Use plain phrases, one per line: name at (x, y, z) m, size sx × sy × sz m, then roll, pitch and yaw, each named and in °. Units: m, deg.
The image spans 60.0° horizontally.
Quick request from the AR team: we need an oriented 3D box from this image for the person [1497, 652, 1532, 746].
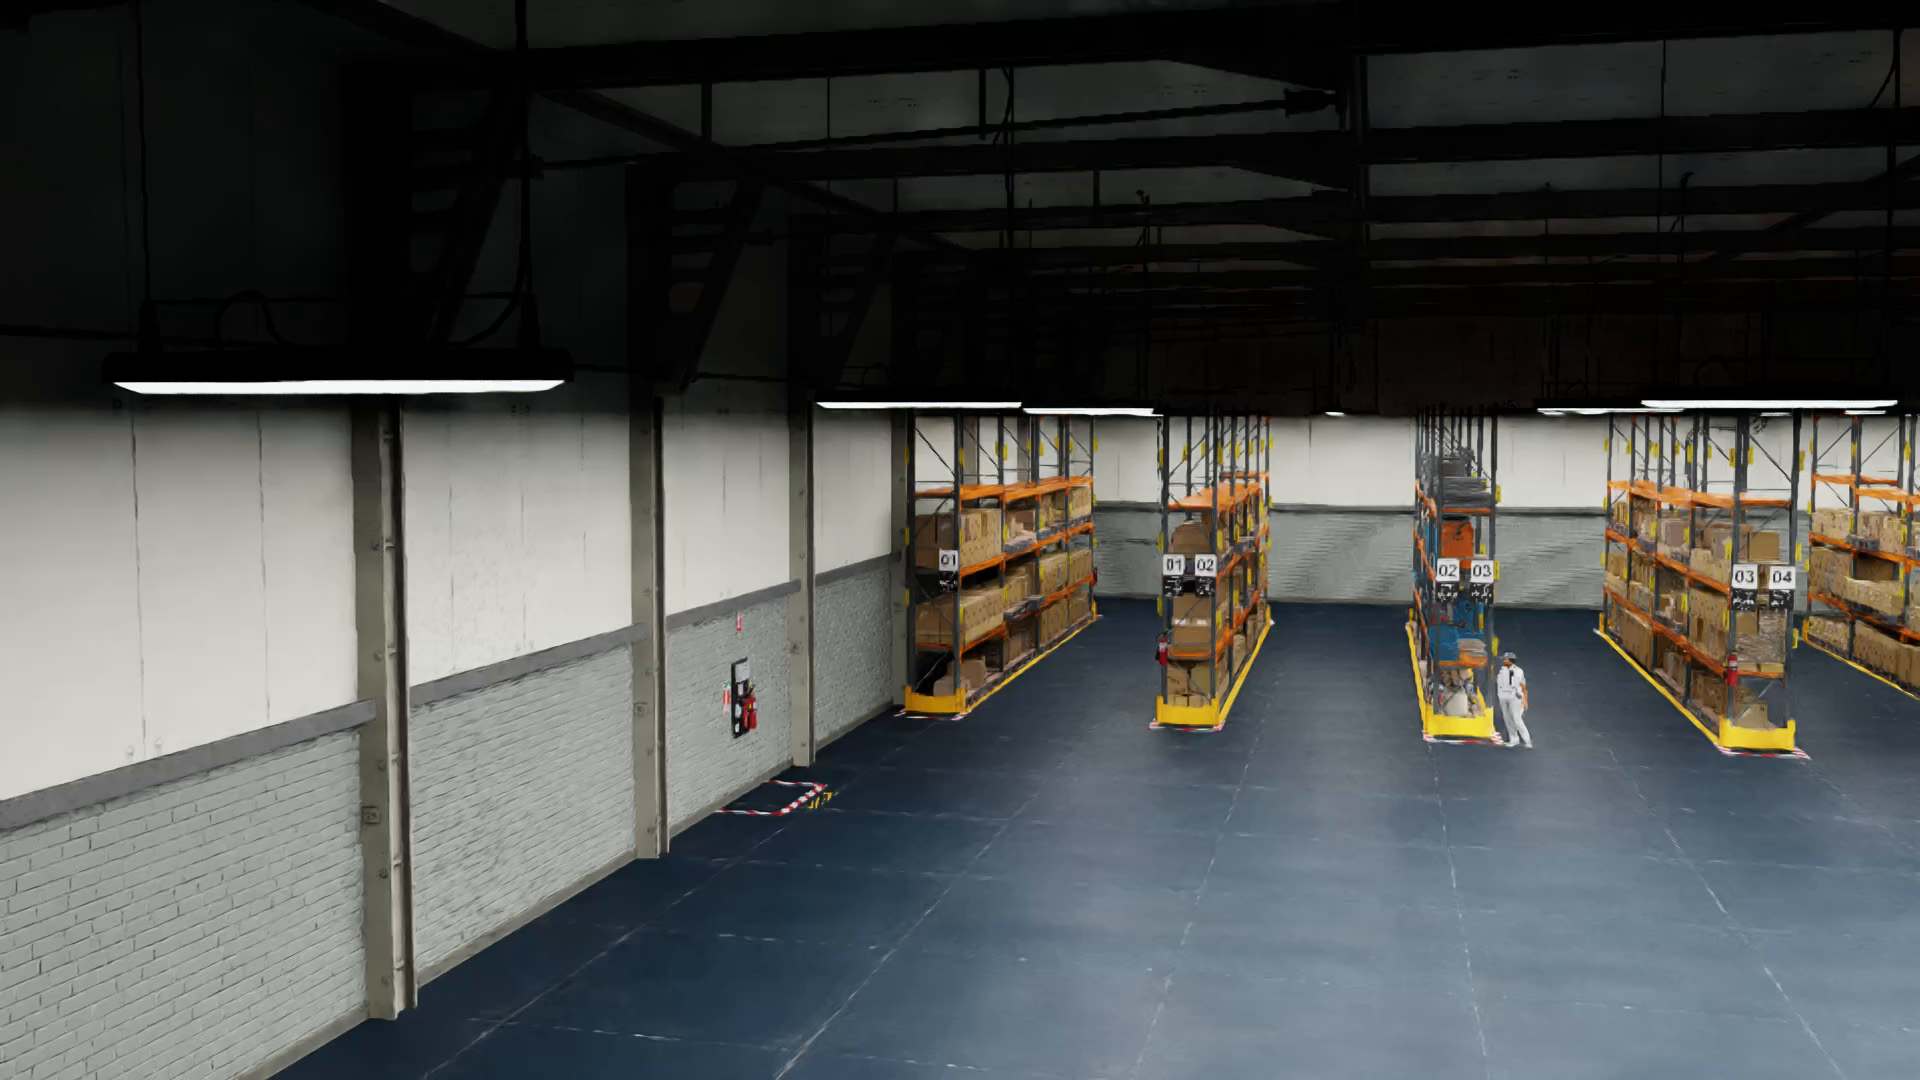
person at (9.665, 2.782, 29.075) m, size 0.451 × 1.651 × 0.546 m, roll -3°, pitch 5°, yaw -32°
